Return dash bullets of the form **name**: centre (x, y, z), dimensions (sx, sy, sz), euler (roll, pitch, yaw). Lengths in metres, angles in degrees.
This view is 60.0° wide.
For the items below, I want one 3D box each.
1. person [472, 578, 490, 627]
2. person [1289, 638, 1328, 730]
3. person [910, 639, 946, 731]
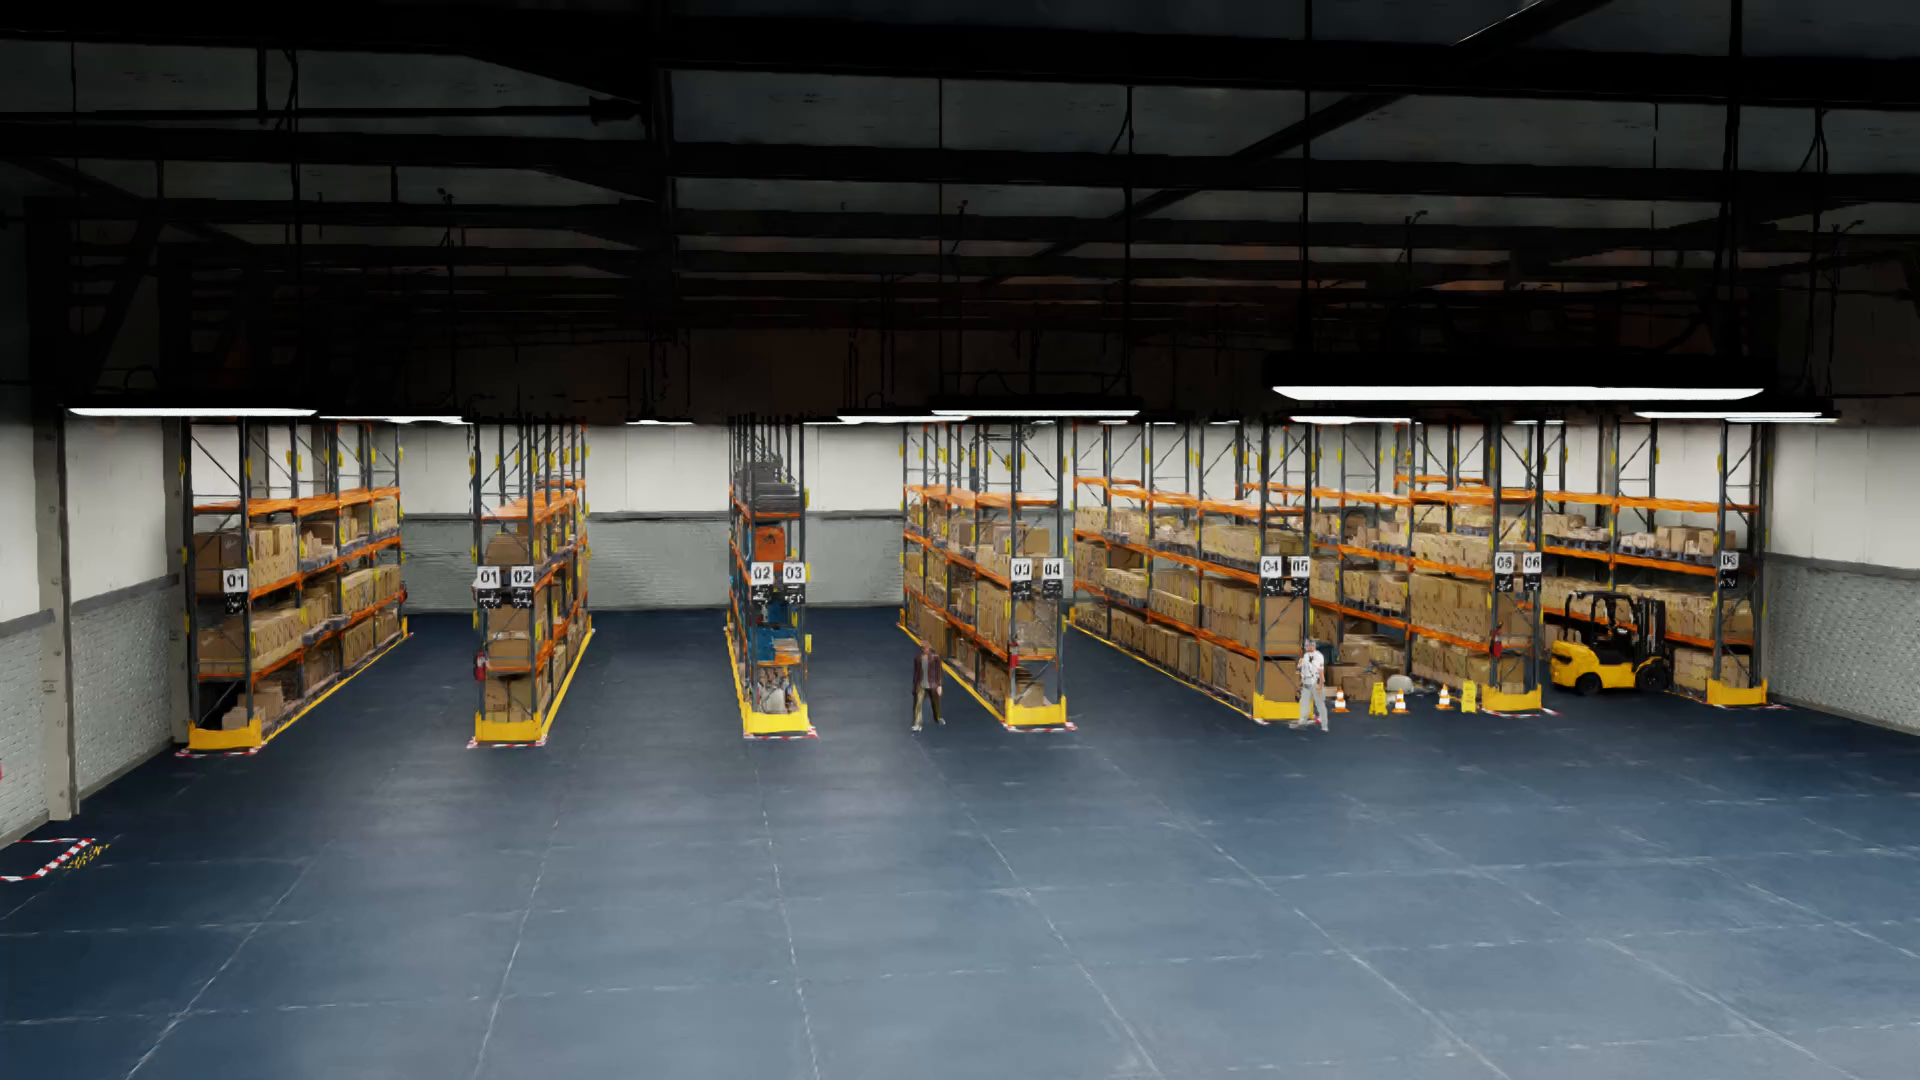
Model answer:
- **person**: centre (-13.565, 1.649, 47.467), dimensions (0.719, 1.714, 0.577), euler (-1, 4, -11)
- **person**: centre (6.614, 2.710, 31.399), dimensions (0.632, 1.741, 0.677), euler (-2, 4, -26)
- **person**: centre (-0.610, 2.725, 31.477), dimensions (0.634, 1.722, 1.045), euler (1, 4, 11)
